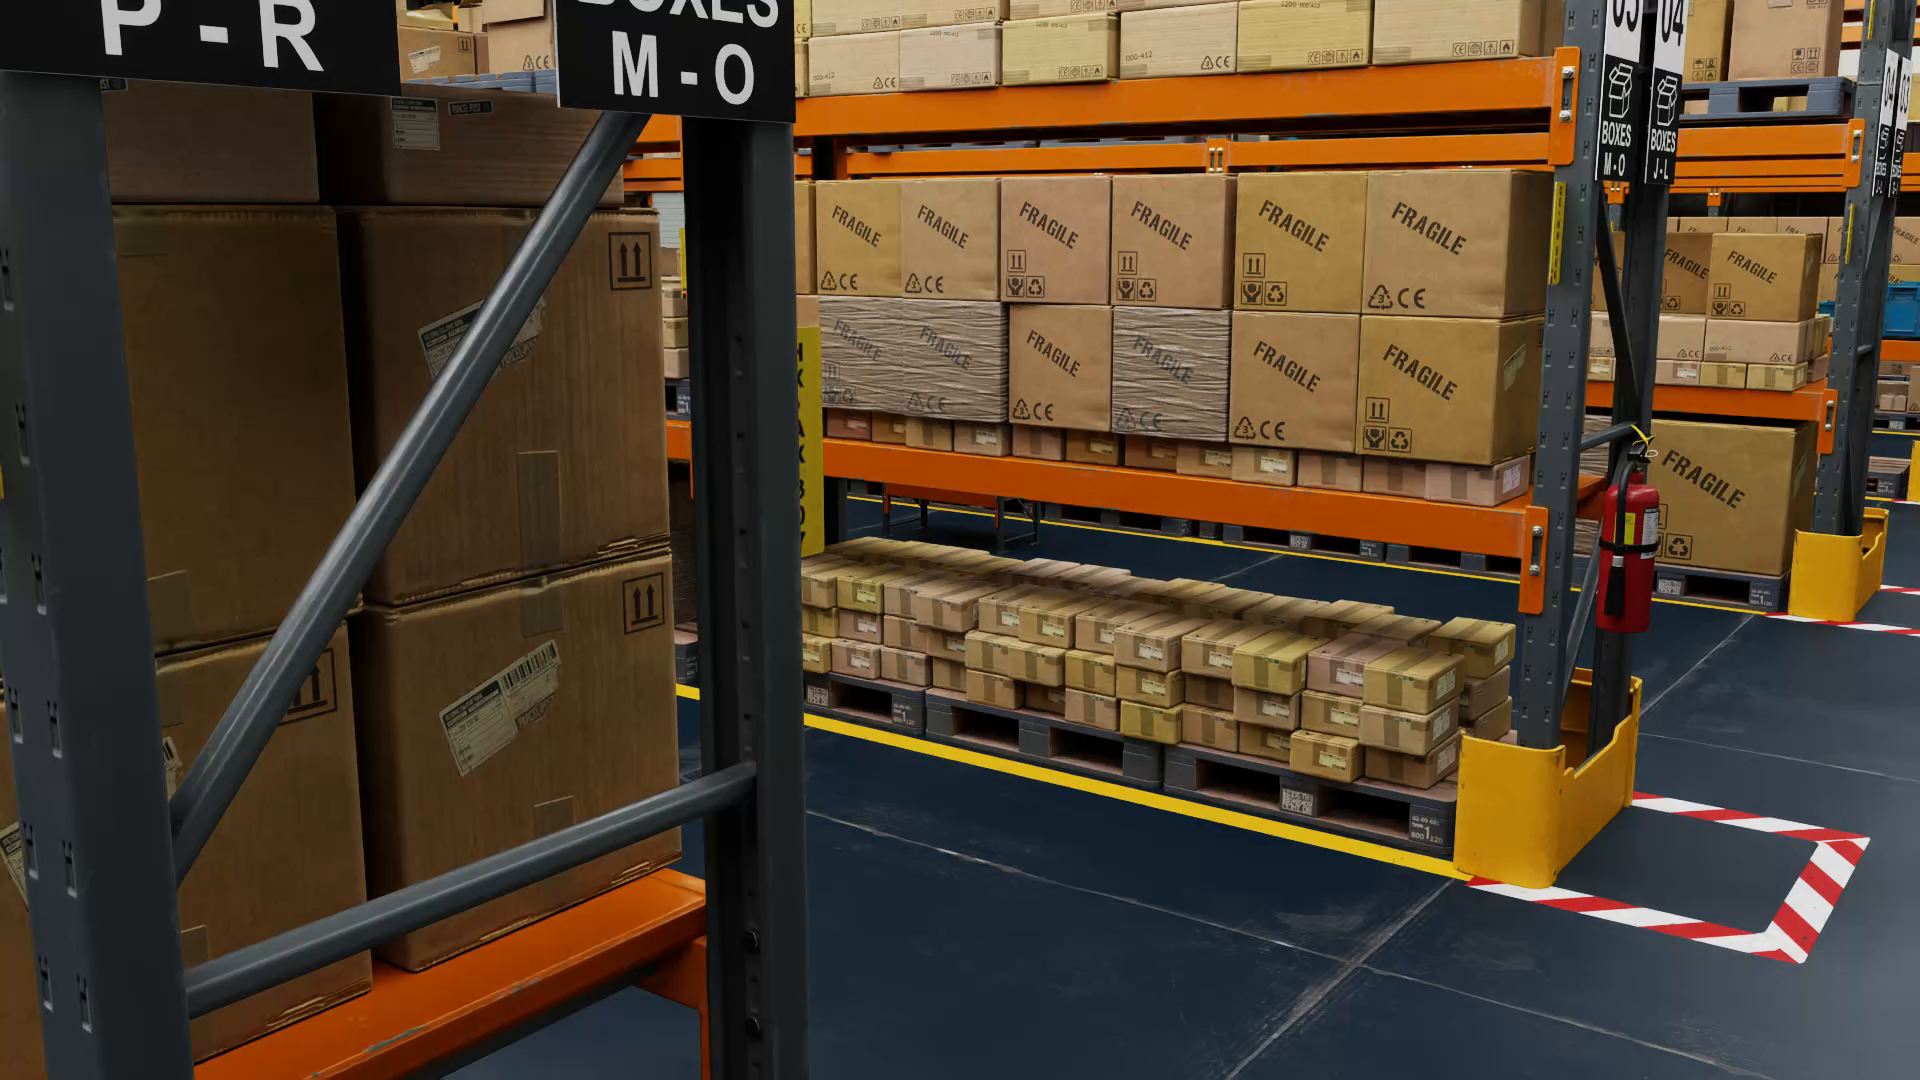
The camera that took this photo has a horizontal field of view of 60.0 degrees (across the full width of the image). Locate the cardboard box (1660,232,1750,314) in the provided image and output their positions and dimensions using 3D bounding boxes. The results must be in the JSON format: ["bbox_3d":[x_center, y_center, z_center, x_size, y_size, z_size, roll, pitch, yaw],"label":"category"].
[{"bbox_3d":[4.674,-1.696,10.539,0.500,0.500,0.500,8,13,34],"label":"cardboard box"}]

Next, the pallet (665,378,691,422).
[{"bbox_3d":[-1.467,-0.820,8.877,1.213,0.211,1.003,8,13,36],"label":"pallet"}]

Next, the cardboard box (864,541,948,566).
[{"bbox_3d":[-0.267,0.118,8.356,0.250,0.149,0.380,8,14,36],"label":"cardboard box"}]

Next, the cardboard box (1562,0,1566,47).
[{"bbox_3d":[2.077,-1.845,6.167,0.500,0.250,0.500,9,14,38],"label":"cardboard box"}]

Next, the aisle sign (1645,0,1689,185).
[{"bbox_3d":[2.523,-1.670,5.923,0.004,0.787,0.394,8,13,36],"label":"aisle sign"}]

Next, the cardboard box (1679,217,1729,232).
[{"bbox_3d":[8.576,-3.456,19.102,0.500,0.500,0.500,7,13,34],"label":"cardboard box"}]

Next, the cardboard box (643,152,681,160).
[{"bbox_3d":[-2.483,-3.529,14.873,0.500,0.250,0.500,8,14,37],"label":"cardboard box"}]

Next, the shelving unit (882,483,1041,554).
[{"bbox_3d":[0.005,-0.552,11.919,1.048,1.125,0.538,8,13,36],"label":"shelving unit"}]

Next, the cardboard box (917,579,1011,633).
[{"bbox_3d":[0.019,0.294,7.448,0.250,0.149,0.380,8,14,37],"label":"cardboard box"}]

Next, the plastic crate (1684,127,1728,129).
[{"bbox_3d":[6.632,-3.574,15.019,0.530,0.282,0.437,8,13,36],"label":"plastic crate"}]

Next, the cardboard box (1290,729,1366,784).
[{"bbox_3d":[1.472,0.796,6.416,0.250,0.149,0.380,8,14,37],"label":"cardboard box"}]

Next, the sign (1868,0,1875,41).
[{"bbox_3d":[4.972,-2.891,9.058,0.005,0.325,0.100,8,13,36],"label":"sign"}]

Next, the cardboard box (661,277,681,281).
[{"bbox_3d":[-1.615,-1.384,9.275,0.250,0.149,0.380,8,13,35],"label":"cardboard box"}]

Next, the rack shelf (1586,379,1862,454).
[{"bbox_3d":[3.692,-0.976,11.071,4.000,0.370,1.077,8,13,36],"label":"rack shelf"}]

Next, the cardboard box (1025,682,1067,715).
[{"bbox_3d":[0.493,0.635,7.250,0.250,0.149,0.380,8,14,37],"label":"cardboard box"}]

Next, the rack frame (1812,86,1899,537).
[{"bbox_3d":[5.304,-1.104,9.841,0.127,3.000,1.000,8,13,36],"label":"rack frame"}]

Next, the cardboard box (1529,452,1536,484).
[{"bbox_3d":[2.220,-0.320,6.446,0.250,0.149,0.380,8,13,35],"label":"cardboard box"}]

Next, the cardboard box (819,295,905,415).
[{"bbox_3d":[-0.284,-0.852,7.492,0.500,0.500,0.500,8,13,36],"label":"cardboard box"}]

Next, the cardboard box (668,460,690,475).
[{"bbox_3d":[-1.376,-0.277,9.064,0.500,0.250,0.500,7,13,33],"label":"cardboard box"}]

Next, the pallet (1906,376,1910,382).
[{"bbox_3d":[13.409,-2.088,22.268,1.213,0.211,1.003,8,13,36],"label":"pallet"}]

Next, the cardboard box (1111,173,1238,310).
[{"bbox_3d":[0.938,-1.170,6.501,0.500,0.500,0.500,9,14,38],"label":"cardboard box"}]

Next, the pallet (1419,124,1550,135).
[{"bbox_3d":[3.713,-2.752,10.696,1.213,0.211,1.003,8,13,36],"label":"pallet"}]

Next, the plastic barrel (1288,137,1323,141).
[{"bbox_3d":[3.546,-4.406,16.583,0.708,0.901,0.600,8,13,36],"label":"plastic barrel"}]

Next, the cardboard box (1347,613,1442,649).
[{"bbox_3d":[1.772,0.422,6.787,0.250,0.149,0.380,8,14,37],"label":"cardboard box"}]

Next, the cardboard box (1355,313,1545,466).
[{"bbox_3d":[1.773,-0.563,5.994,0.500,0.500,0.500,8,14,37],"label":"cardboard box"}]

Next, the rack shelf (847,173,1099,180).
[{"bbox_3d":[0.176,-4.106,19.355,4.000,0.370,1.077,8,13,36],"label":"rack shelf"}]

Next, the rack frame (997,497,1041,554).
[{"bbox_3d":[0.415,-0.494,11.624,0.032,1.125,0.500,8,13,36],"label":"rack frame"}]

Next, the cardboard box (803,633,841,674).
[{"bbox_3d":[-0.619,0.507,7.910,0.250,0.149,0.380,8,14,37],"label":"cardboard box"}]

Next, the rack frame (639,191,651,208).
[{"bbox_3d":[-4.660,-3.661,23.058,0.127,3.000,1.000,8,13,36],"label":"rack frame"}]

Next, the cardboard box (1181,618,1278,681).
[{"bbox_3d":[1.087,0.439,6.698,0.250,0.149,0.380,7,13,33],"label":"cardboard box"}]

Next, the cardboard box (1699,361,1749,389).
[{"bbox_3d":[4.612,-1.000,9.961,0.250,0.149,0.380,8,14,36],"label":"cardboard box"}]

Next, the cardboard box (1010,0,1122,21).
[{"bbox_3d":[0.541,-2.188,6.621,0.500,0.250,0.500,7,13,33],"label":"cardboard box"}]

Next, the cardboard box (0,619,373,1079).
[{"bbox_3d":[-1.107,0.350,2.060,0.500,0.500,0.500,8,14,36],"label":"cardboard box"}]

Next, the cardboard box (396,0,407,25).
[{"bbox_3d":[-3.354,-2.985,9.387,0.258,0.266,0.396,8,13,36],"label":"cardboard box"}]

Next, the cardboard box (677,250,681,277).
[{"bbox_3d":[-2.112,-2.361,14.968,0.500,0.500,0.700,11,15,44],"label":"cardboard box"}]

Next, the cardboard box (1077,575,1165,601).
[{"bbox_3d":[0.734,0.276,7.542,0.250,0.149,0.380,8,14,36],"label":"cardboard box"}]

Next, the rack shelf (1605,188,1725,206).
[{"bbox_3d":[9.264,-5.173,24.870,4.000,0.370,1.077,8,13,36],"label":"rack shelf"}]

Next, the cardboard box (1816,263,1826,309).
[{"bbox_3d":[9.424,-2.850,18.599,0.500,0.500,0.500,8,13,35],"label":"cardboard box"}]

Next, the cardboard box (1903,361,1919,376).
[{"bbox_3d":[13.073,-2.478,22.416,0.500,0.500,0.700,8,13,35],"label":"cardboard box"}]

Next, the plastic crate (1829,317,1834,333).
[{"bbox_3d":[7.472,-1.827,14.110,0.243,0.136,0.396,8,13,36],"label":"plastic crate"}]

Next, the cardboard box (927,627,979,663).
[{"bbox_3d":[0.064,0.433,7.511,0.250,0.149,0.380,9,14,38],"label":"cardboard box"}]

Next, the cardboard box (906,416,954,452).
[{"bbox_3d":[-0.024,-0.491,7.334,0.250,0.149,0.380,8,14,37],"label":"cardboard box"}]

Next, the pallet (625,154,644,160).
[{"bbox_3d":[-3.095,-3.632,15.504,1.003,0.211,1.213,8,13,36],"label":"pallet"}]

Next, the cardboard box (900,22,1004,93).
[{"bbox_3d":[0.097,-1.996,6.949,0.500,0.250,0.500,9,14,38],"label":"cardboard box"}]

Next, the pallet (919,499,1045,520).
[{"bbox_3d":[0.426,-0.397,13.528,1.213,0.211,1.003,8,13,36],"label":"pallet"}]

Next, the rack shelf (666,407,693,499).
[{"bbox_3d":[-2.549,-0.678,9.530,4.000,0.370,1.077,8,13,36],"label":"rack shelf"}]

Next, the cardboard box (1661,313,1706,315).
[{"bbox_3d":[4.654,-1.330,10.616,0.500,0.250,0.500,8,13,35],"label":"cardboard box"}]

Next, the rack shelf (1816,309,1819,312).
[{"bbox_3d":[9.559,-2.492,18.909,4.000,0.370,1.077,8,13,36],"label":"rack shelf"}]

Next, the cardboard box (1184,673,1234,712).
[{"bbox_3d":[1.117,0.571,6.796,0.250,0.149,0.380,8,13,35],"label":"cardboard box"}]

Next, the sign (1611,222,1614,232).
[{"bbox_3d":[7.621,-3.553,19.451,0.005,0.325,0.100,8,13,36],"label":"sign"}]

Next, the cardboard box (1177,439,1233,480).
[{"bbox_3d":[1.053,-0.345,6.579,0.250,0.149,0.380,7,13,33],"label":"cardboard box"}]

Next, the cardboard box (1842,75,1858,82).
[{"bbox_3d":[9.928,-4.797,18.138,0.500,0.500,0.700,8,13,36],"label":"cardboard box"}]

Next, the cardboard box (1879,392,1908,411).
[{"bbox_3d":[10.314,-1.528,18.333,0.250,0.166,0.380,8,13,36],"label":"cardboard box"}]

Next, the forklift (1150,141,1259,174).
[{"bbox_3d":[2.174,-2.095,15.140,1.130,2.935,3.031,1,11,7],"label":"forklift"}]
